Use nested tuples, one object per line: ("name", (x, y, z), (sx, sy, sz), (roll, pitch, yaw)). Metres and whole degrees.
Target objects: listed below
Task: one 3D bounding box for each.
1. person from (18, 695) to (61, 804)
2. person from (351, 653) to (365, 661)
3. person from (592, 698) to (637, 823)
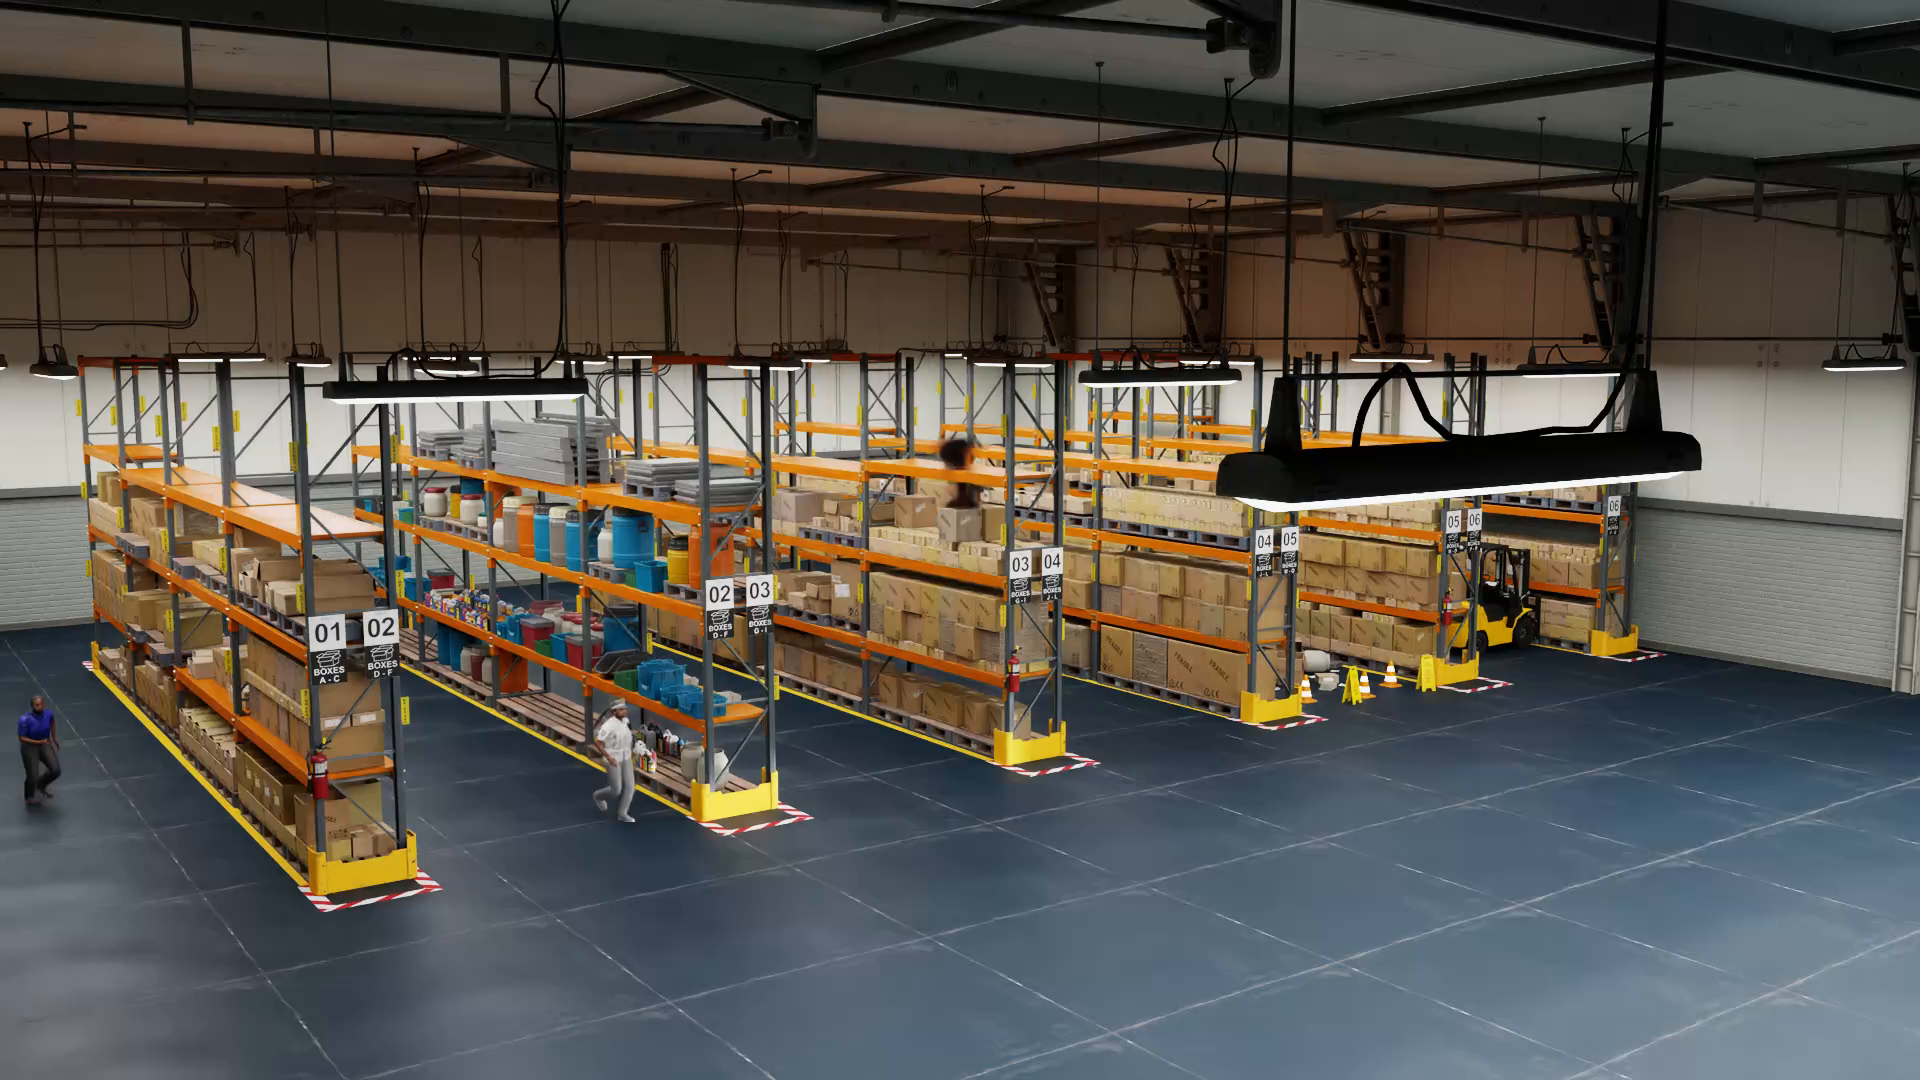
("person", (-12.480, 2.842, 22.554), (0.775, 1.545, 0.577), (5, 9, 35))
("person", (-10.559, 1.999, 29.330), (0.606, 1.577, 0.802), (-7, 10, -43))
("person", (-4.546, 2.871, 21.869), (0.700, 1.649, 0.602), (5, 9, 37))
